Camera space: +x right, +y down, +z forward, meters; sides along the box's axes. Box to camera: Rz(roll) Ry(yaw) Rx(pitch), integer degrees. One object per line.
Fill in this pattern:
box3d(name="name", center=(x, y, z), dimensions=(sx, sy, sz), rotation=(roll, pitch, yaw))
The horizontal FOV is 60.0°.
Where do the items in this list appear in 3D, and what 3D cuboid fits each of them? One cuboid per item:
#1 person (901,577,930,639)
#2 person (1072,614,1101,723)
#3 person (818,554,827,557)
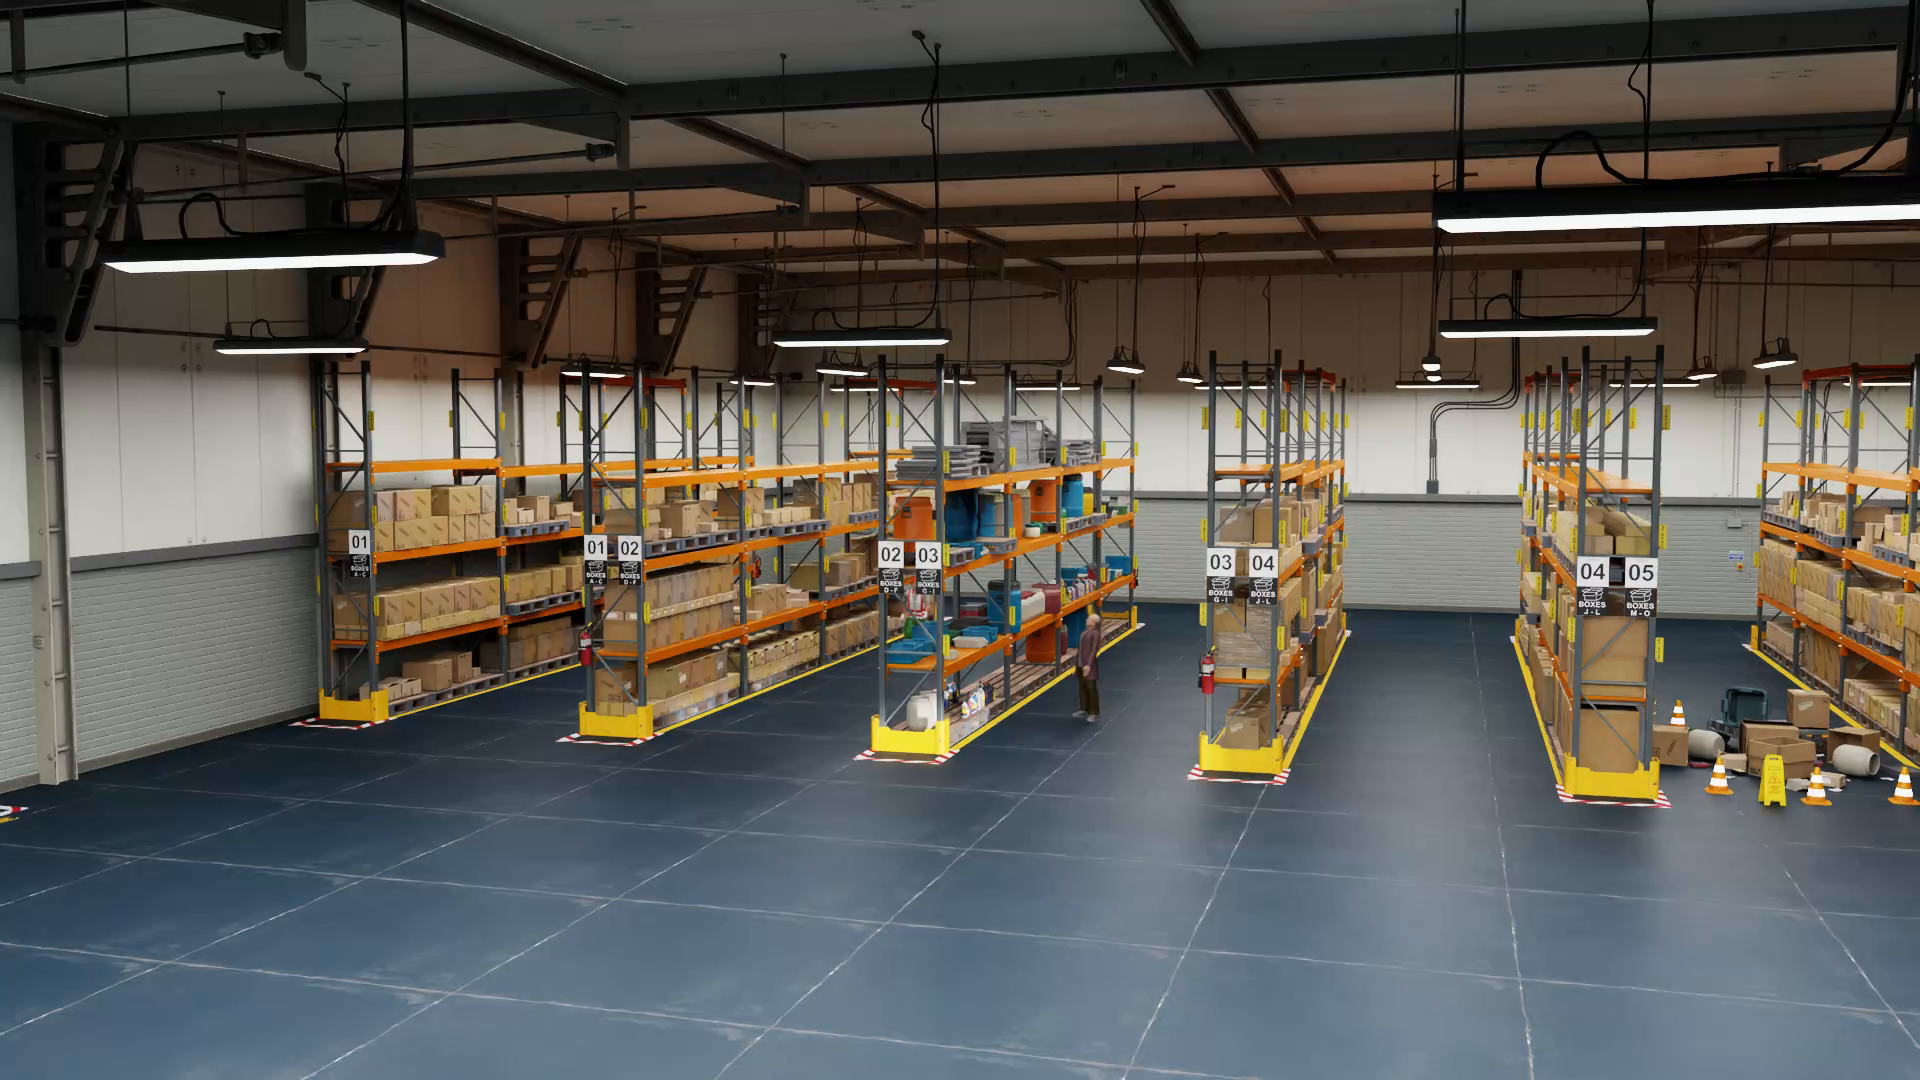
box3d(name="person", center=(-0.950, 1.674, 34.881), dimensions=(0.671, 1.813, 0.877), rotation=(1, 4, 14))
box3d(name="person", center=(2.126, 2.138, 27.903), dimensions=(0.454, 1.806, 0.615), rotation=(-3, 5, -34))
box3d(name="person", center=(-3.474, 1.157, 42.259), dimensions=(0.563, 1.630, 0.996), rotation=(1, 4, 13))
